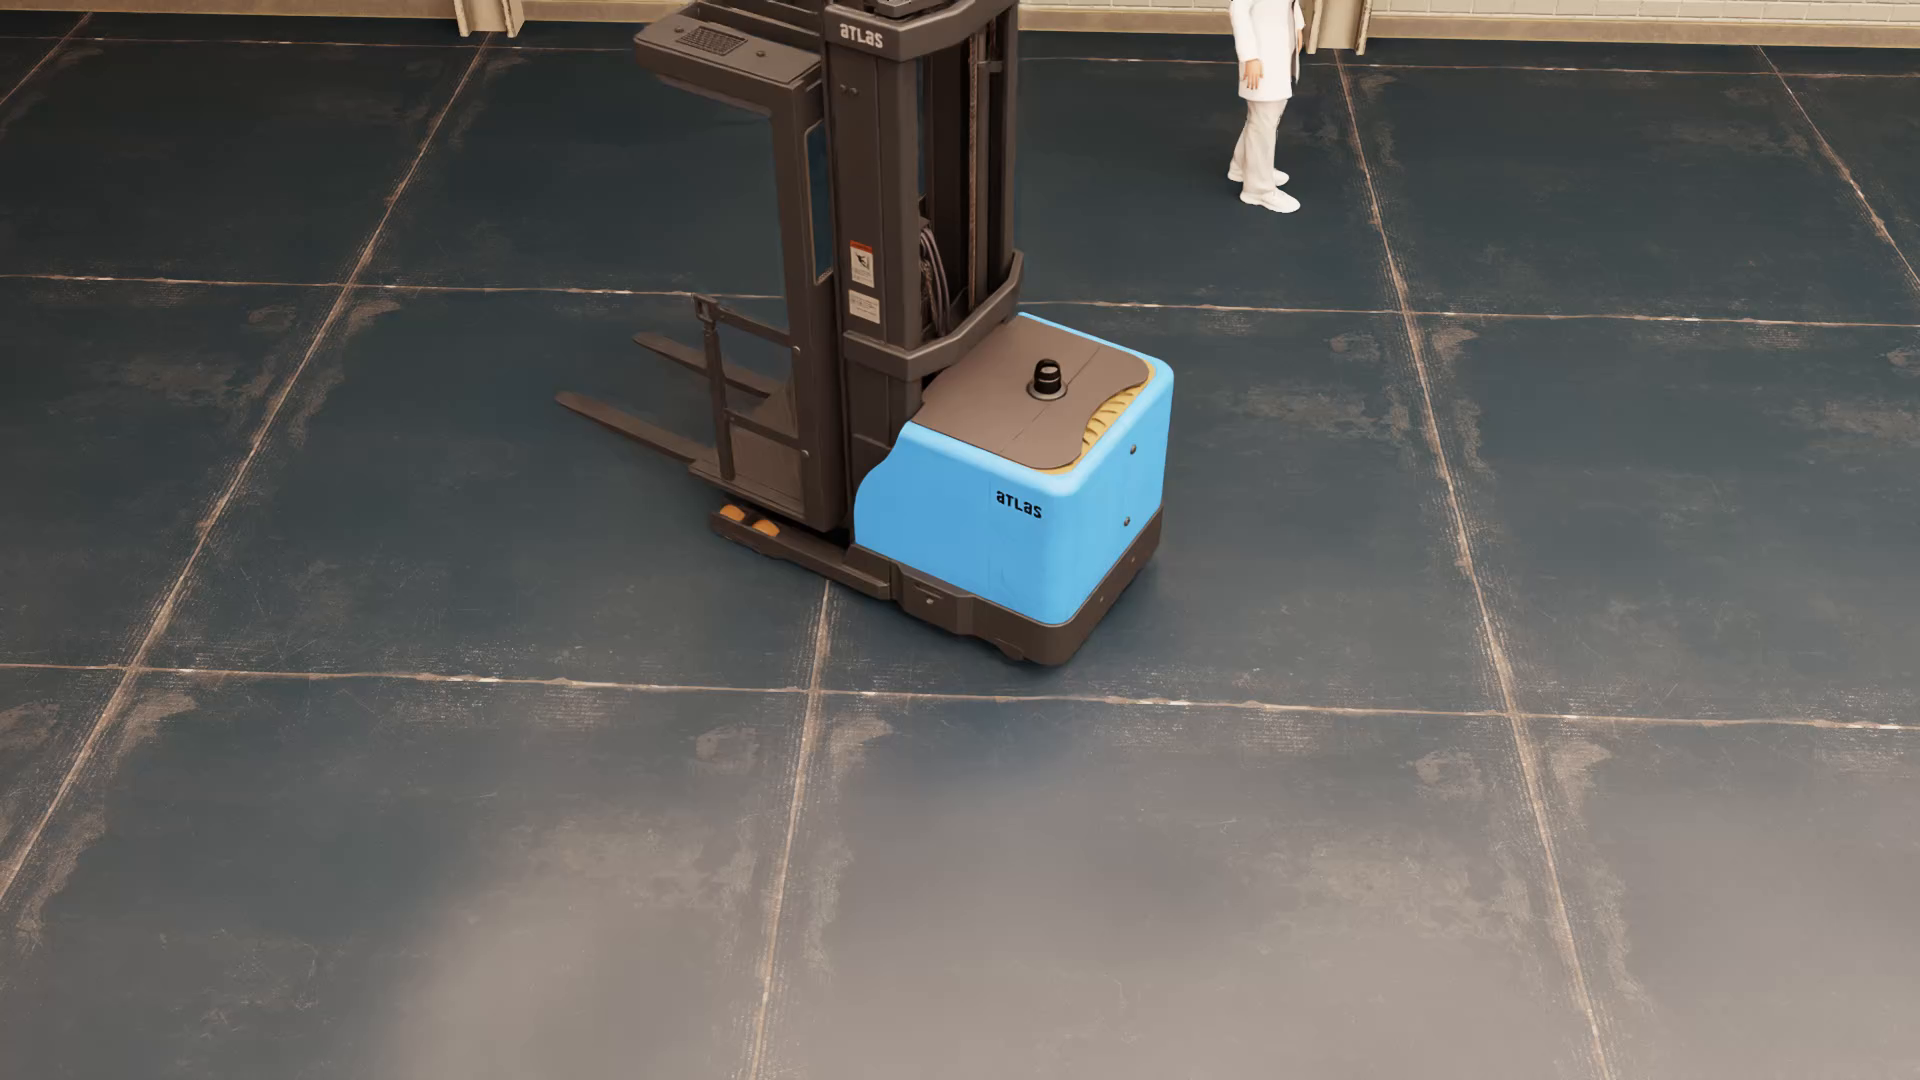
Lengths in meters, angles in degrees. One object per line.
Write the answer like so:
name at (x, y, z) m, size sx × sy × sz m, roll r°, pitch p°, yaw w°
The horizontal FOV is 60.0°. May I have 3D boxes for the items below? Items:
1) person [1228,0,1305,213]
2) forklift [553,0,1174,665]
person at (1.894, -2.842, 9.712) m, size 0.561 × 1.777 × 0.749 m, roll 19°, pitch 46°, yaw 20°
forklift at (-0.587, -1.293, 7.159) m, size 3.031 × 2.935 × 1.130 m, roll 23°, pitch 47°, yaw 23°
